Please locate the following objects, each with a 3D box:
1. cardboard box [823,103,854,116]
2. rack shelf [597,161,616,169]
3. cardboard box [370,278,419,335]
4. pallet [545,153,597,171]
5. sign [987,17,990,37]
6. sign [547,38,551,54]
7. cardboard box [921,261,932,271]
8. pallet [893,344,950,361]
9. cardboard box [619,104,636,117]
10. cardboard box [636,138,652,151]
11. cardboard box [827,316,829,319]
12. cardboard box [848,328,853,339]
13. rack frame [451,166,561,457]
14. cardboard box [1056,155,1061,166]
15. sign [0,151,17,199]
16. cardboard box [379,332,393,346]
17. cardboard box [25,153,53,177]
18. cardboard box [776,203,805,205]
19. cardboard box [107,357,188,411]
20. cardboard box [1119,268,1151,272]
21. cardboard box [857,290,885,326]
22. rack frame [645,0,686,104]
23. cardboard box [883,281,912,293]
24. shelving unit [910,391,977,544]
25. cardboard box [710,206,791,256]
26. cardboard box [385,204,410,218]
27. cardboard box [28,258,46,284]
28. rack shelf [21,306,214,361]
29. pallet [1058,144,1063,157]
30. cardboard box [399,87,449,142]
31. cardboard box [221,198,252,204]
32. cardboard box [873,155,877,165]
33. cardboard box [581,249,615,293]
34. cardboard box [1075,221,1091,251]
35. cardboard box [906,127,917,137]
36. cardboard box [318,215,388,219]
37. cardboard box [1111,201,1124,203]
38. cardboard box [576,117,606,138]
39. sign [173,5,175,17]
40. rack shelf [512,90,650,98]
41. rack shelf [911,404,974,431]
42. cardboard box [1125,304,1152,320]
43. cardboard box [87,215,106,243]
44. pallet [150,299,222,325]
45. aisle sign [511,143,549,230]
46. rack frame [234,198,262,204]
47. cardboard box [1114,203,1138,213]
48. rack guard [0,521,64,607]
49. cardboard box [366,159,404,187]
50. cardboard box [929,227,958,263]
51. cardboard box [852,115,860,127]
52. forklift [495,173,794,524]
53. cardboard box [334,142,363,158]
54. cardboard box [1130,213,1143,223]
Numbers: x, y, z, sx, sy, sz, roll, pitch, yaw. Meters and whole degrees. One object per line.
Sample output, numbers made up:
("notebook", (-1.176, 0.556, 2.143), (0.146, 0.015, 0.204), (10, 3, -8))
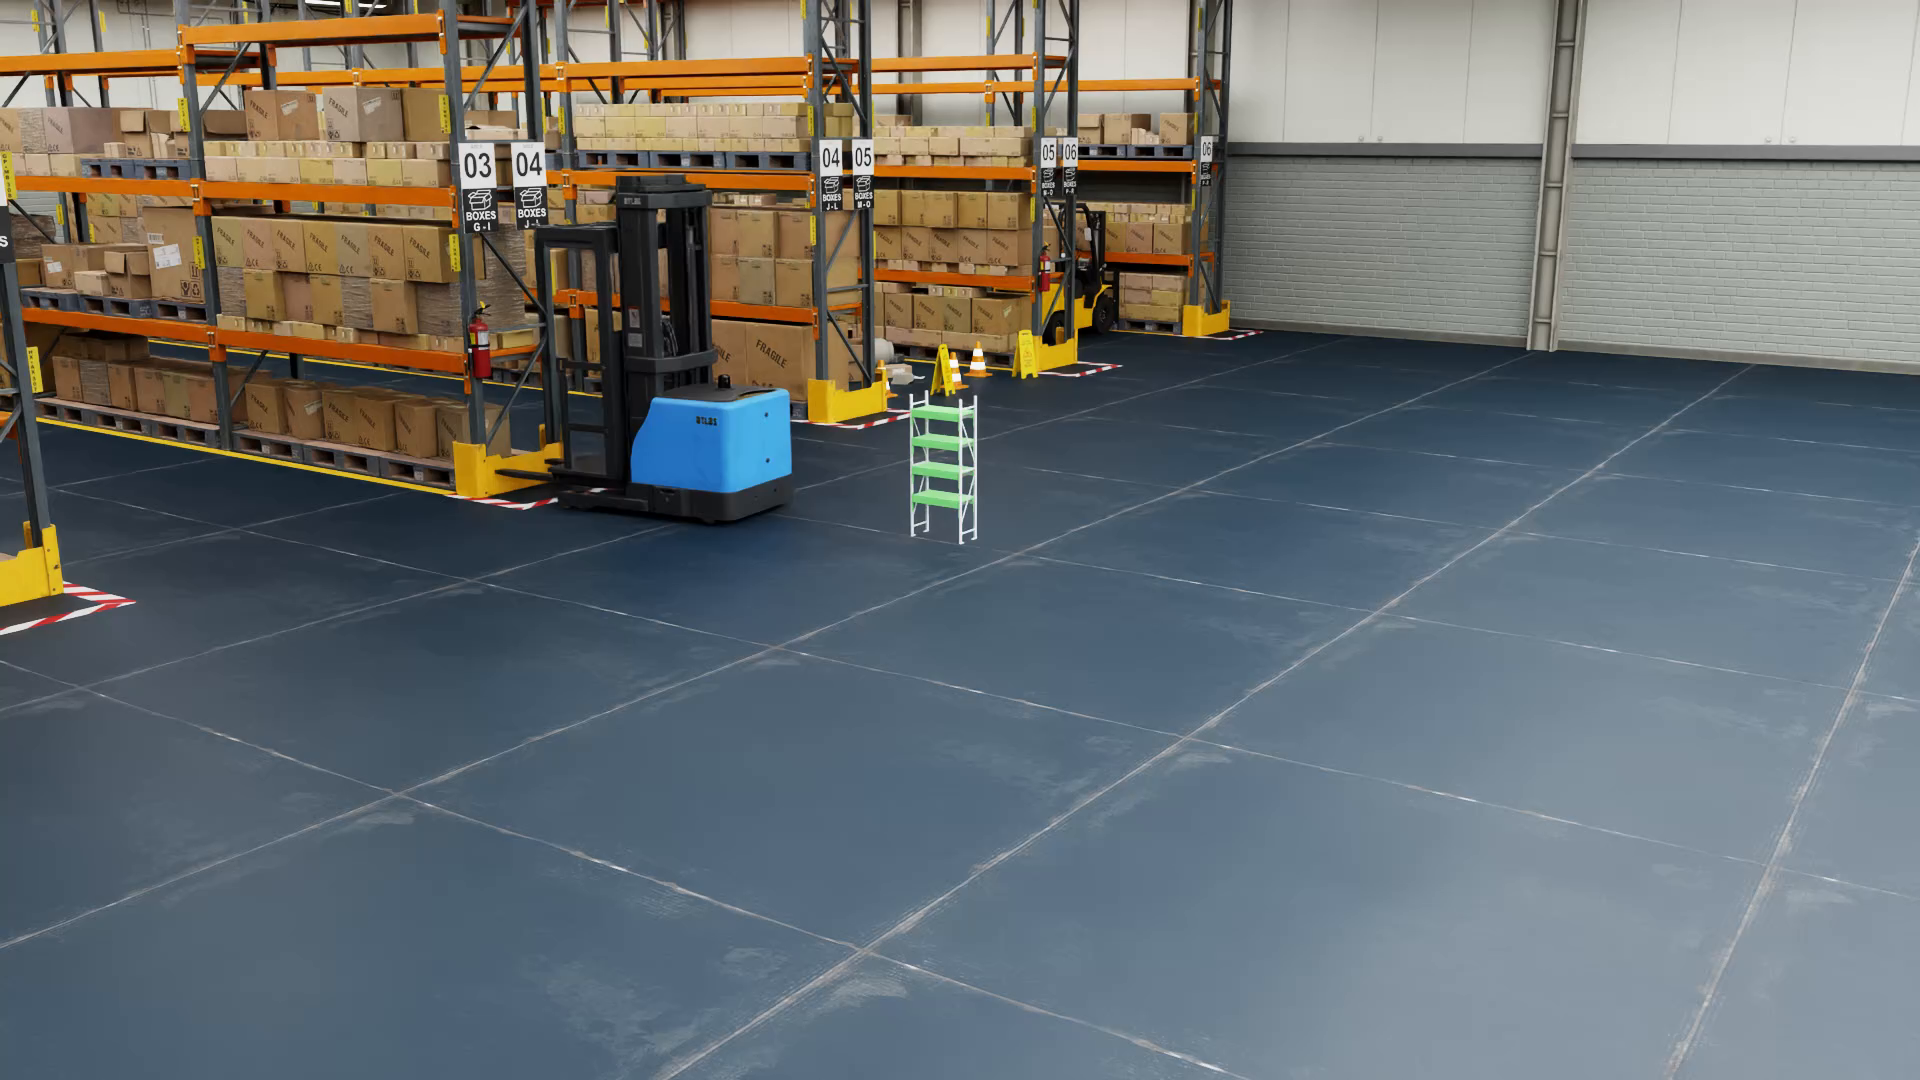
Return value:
("cardboard box", (-1.449, -5.023, 19.410), (0.250, 0.149, 0.380), (9, 17, 33))
("rack shelf", (-6.969, -6.389, 28.646), (4.000, 0.370, 1.077), (9, 17, 33))
("cardboard box", (-5.125, -2.281, 15.967), (0.500, 0.500, 0.875), (9, 17, 33))
("pallet", (-5.457, -4.954, 21.748), (1.217, 0.209, 0.805), (8, 16, 31))
("sign", (0.484, -8.762, 28.384), (0.005, 0.325, 0.100), (9, 17, 33))
("sign", (-8.854, -10.628, 35.755), (0.005, 0.325, 0.100), (9, 17, 33))
("cardboard box", (-0.359, -4.036, 24.407), (0.250, 0.149, 0.380), (9, 17, 33))
("pallet", (-0.397, -2.878, 25.009), (1.213, 0.211, 1.003), (9, 17, 33))
("cardboard box", (-3.924, -5.232, 20.256), (0.250, 0.149, 0.380), (9, 16, 32))
("cardboard box", (-3.711, -4.811, 20.215), (0.250, 0.149, 0.380), (9, 16, 32))
("cardboard box", (-2.427, -3.476, 26.217), (0.625, 0.372, 0.950), (9, 17, 34))
("cardboard box", (-1.861, -2.851, 24.293), (0.500, 0.500, 0.500), (-4, 14, -16))
("rack frame", (-4.202, -1.965, 15.521), (0.127, 3.000, 1.000), (9, 17, 33))
("cardboard box", (1.235, -5.385, 23.614), (0.250, 0.149, 0.380), (9, 17, 33))
("sign", (-6.656, -2.547, 11.611), (0.005, 0.325, 0.100), (9, 17, 33))
("cardboard box", (-5.380, -1.976, 16.086), (0.250, 0.149, 0.380), (9, 17, 33))
("cardboard box", (-10.167, -4.239, 18.774), (0.500, 0.250, 0.500), (10, 17, 34))
("cardboard box", (-2.635, -5.062, 26.327), (0.500, 0.500, 0.500), (9, 17, 33))
("cardboard box", (-9.332, -1.806, 19.164), (0.500, 0.500, 0.700), (11, 18, 37))
("cardboard box", (2.977, -4.524, 28.623), (0.500, 0.250, 0.500), (9, 17, 32))
("cardboard box", (-1.201, -3.509, 25.042), (0.500, 0.500, 0.500), (10, 17, 35))
("rack frame", (-5.861, -9.453, 33.283), (0.127, 3.000, 1.000), (9, 17, 33))
("cardboard box", (-0.929, -3.760, 24.708), (0.250, 0.149, 0.380), (10, 17, 36))
("shelving unit", (-0.137, -0.605, 13.769), (0.503, 1.200, 0.258), (9, 17, 33))
("cardboard box", (-2.533, -3.753, 20.182), (0.550, 0.550, 0.875), (9, 17, 33))
("cardboard box", (-7.621, -4.485, 23.412), (0.500, 0.500, 0.700), (9, 17, 33))
("cardboard box", (-11.092, -3.206, 20.325), (0.500, 0.500, 0.500), (10, 17, 34))
("rack shelf", (-9.181, -2.421, 18.858), (4.000, 0.370, 1.077), (9, 17, 33))
("pallet", (1.499, -6.772, 28.879), (1.213, 0.211, 1.003), (9, 17, 33))
("cardboard box", (-5.283, -4.110, 16.074), (0.500, 0.500, 0.500), (9, 17, 33))
("cardboard box", (-11.546, -5.338, 26.235), (0.500, 0.500, 0.500), (10, 17, 34))
("cardboard box", (-1.230, -5.622, 24.573), (0.250, 0.149, 0.380), (10, 17, 34))
("cardboard box", (-4.356, -3.503, 21.420), (0.550, 0.550, 0.875), (9, 17, 33))
("cardboard box", (2.267, -5.199, 28.375), (0.500, 0.500, 0.500), (9, 17, 33))
("cardboard box", (-0.575, -5.900, 24.035), (0.250, 0.149, 0.380), (10, 17, 34))
("cardboard box", (-6.164, -3.041, 16.956), (0.500, 0.500, 0.500), (9, 17, 33))
("cardboard box", (2.669, -5.740, 28.592), (0.250, 0.149, 0.380), (9, 17, 33))
("cardboard box", (-4.420, -5.136, 20.697), (0.500, 0.250, 0.500), (9, 17, 33))
("sign", (-11.626, -7.848, 24.692), (0.005, 0.325, 0.100), (9, 17, 33))
("rack shelf", (-7.521, -9.370, 34.453), (4.000, 0.370, 1.077), (9, 17, 33))
("rack shelf", (-0.137, -1.009, 13.669), (0.480, 0.148, 0.258), (9, 17, 33))
("cardboard box", (3.122, -3.869, 28.060), (0.500, 0.250, 0.500), (9, 17, 33))
("cardboard box", (-13.950, -5.098, 27.346), (0.500, 0.500, 0.500), (9, 17, 33))
("pallet", (-8.074, -2.540, 18.242), (1.213, 0.211, 1.003), (9, 17, 33))
("aisle sign", (-3.983, -3.279, 15.416), (0.004, 0.787, 0.394), (9, 17, 33))
("rack frame", (-11.307, -4.550, 25.962), (0.127, 3.000, 1.000), (9, 17, 33))
("cardboard box", (2.784, -5.563, 27.877), (0.250, 0.149, 0.380), (10, 17, 34))
("rack guard", (-7.056, 0.235, 11.835), (0.348, 0.500, 1.175), (9, 17, 33))
("cardboard box", (-5.160, -3.429, 15.503), (0.500, 0.250, 0.500), (9, 17, 33))
("cardboard box", (-0.102, -4.288, 24.076), (0.500, 0.500, 0.500), (9, 17, 33))
("cardboard box", (-1.603, -7.568, 30.620), (0.500, 0.500, 0.700), (9, 16, 32))
("forklift", (-3.049, -1.787, 14.942), (3.031, 2.935, 1.130), (7, 16, 26))
("cardboard box", (-5.682, -3.693, 15.740), (0.250, 0.149, 0.380), (8, 16, 30))
("cardboard box", (3.043, -5.397, 27.823), (0.250, 0.149, 0.380), (9, 17, 32))
